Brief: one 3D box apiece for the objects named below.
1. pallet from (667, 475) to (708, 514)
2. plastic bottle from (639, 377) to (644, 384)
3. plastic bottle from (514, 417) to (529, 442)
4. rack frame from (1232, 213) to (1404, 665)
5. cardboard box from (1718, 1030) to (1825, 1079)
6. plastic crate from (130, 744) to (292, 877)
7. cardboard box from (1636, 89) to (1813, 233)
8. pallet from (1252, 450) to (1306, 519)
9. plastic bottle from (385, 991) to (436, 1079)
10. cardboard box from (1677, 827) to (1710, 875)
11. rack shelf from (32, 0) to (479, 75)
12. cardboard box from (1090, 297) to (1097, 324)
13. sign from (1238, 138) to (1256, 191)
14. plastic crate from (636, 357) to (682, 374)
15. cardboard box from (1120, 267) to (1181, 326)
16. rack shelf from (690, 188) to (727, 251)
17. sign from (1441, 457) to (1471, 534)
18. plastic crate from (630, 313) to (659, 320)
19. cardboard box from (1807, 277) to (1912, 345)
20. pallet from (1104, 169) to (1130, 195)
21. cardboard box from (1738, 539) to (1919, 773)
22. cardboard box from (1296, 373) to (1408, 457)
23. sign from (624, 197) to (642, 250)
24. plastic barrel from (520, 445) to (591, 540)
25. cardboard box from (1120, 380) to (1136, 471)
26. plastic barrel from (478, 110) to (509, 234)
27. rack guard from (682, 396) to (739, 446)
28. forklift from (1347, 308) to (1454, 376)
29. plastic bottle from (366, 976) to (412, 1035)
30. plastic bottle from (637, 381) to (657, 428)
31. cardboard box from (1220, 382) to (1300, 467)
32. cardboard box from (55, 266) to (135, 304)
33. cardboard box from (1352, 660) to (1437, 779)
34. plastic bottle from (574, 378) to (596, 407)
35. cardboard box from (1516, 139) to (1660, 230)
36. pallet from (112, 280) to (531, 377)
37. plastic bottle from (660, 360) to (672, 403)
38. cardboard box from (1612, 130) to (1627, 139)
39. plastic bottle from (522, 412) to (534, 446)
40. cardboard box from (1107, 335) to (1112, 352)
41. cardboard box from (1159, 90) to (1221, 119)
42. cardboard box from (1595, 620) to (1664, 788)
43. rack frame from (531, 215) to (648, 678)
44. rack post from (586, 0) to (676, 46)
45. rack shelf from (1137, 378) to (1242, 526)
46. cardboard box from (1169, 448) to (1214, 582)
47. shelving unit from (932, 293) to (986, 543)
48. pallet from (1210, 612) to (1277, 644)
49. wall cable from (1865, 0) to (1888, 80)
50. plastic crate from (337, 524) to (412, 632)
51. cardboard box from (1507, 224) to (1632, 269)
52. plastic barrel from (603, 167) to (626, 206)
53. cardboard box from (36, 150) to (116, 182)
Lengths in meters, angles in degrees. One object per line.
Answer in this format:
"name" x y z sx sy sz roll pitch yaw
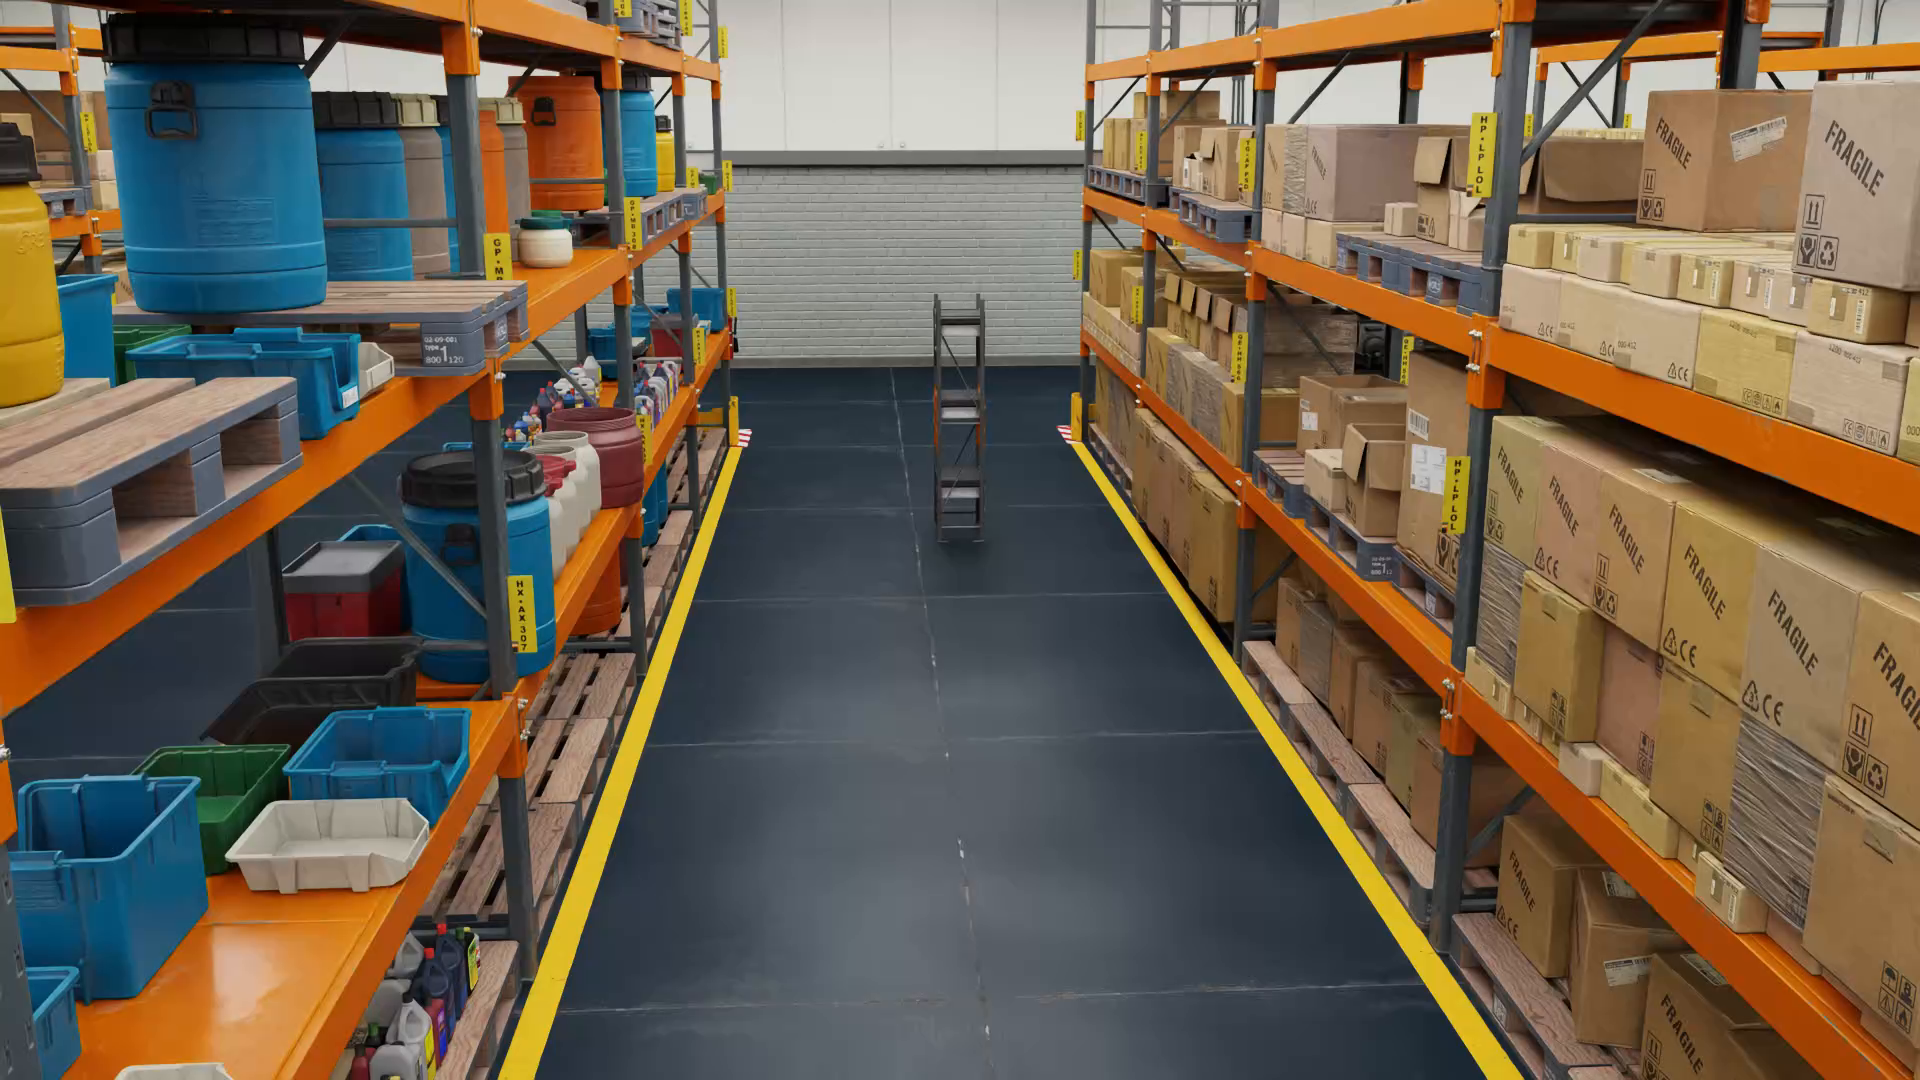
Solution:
"pallet" -2.912 -0.379 15.575 1.003 0.211 1.213 -1 14 -3
"plastic bottle" -2.550 -1.169 13.308 0.097 0.271 0.097 0 14 0
"plastic bottle" -3.046 -0.719 11.558 0.097 0.271 0.097 0 14 0
"rack frame" 2.364 -0.629 10.950 1.000 3.000 0.127 -1 14 -3
"cardboard box" 2.746 1.908 5.263 0.500 0.500 0.500 0 14 2
"plastic crate" -2.530 0.887 5.484 0.450 0.188 0.662 -1 14 -3
"cardboard box" 2.894 -1.413 6.179 0.500 0.500 0.500 -1 14 -5
"pallet" 2.514 -0.360 10.292 1.213 0.211 1.003 -1 14 -3
"plastic bottle" -1.973 1.796 5.959 0.144 0.351 0.185 -1 14 -4
"cardboard box" 2.492 0.980 5.201 0.380 0.149 0.250 -1 14 -3
"rack shelf" -2.208 -1.423 4.245 1.077 0.370 4.000 -1 14 -3
"cardboard box" 1.667 -2.437 17.682 0.500 0.250 0.500 -1 14 -4
"sign" 1.809 -2.364 10.477 0.100 0.325 0.005 -1 14 -3
"plastic crate" -2.714 -1.566 15.003 0.396 0.136 0.243 -1 14 -3
"cardboard box" 1.793 -2.293 15.618 0.500 0.500 0.500 -1 14 -3
"rack shelf" -2.952 -3.149 16.168 1.077 0.370 4.000 -1 14 -3
"sign" 2.058 -0.185 6.903 0.100 0.325 0.005 -1 14 -3
"plastic crate" -3.348 -2.260 17.504 0.416 0.233 0.300 -1 14 -3
"cardboard box" 2.457 -0.600 4.320 0.380 0.149 0.250 -2 15 -6
"pallet" 2.003 -3.540 16.422 1.003 0.211 1.213 -1 14 -3
"cardboard box" 2.513 0.303 4.526 0.500 0.500 0.500 -1 14 -3
"cardboard box" 2.437 -0.747 10.366 0.500 0.500 0.500 -3 15 -10
"sign" -2.031 -1.964 10.332 0.100 0.325 0.005 -1 14 -3
"plastic barrel" -2.277 -0.249 9.250 0.421 0.512 0.421 0 14 0
"cardboard box" 2.099 -1.187 16.542 0.875 0.875 0.875 -1 14 -3
"plastic barrel" -2.705 -1.843 8.787 0.600 0.830 0.708 -1 14 -3
"rack guard" -3.090 -1.337 18.720 1.175 0.500 0.348 -1 14 -3
"forklift" 4.404 -1.971 16.305 1.130 2.935 3.031 -1 14 -4
"plastic bottle" -2.139 1.761 6.247 0.152 0.276 0.135 -1 14 -3
"plastic bottle" -2.376 -1.026 12.592 0.144 0.351 0.185 -1 14 -3
"cardboard box" 2.086 -0.796 11.400 0.500 0.500 0.500 0 14 -2
"cardboard box" -7.520 -2.126 14.561 0.500 0.500 0.500 -1 14 -2
"cardboard box" 2.549 0.953 8.938 0.700 0.500 0.500 -2 15 -8
"plastic bottle" -2.970 -1.138 13.179 0.152 0.276 0.135 -1 14 -3
"cardboard box" 2.681 -1.458 7.105 0.797 0.503 0.637 -2 15 -6
"pallet" -2.190 -0.741 5.745 1.213 0.211 1.003 -1 14 -3
"plastic bottle" -2.444 -1.300 13.657 0.144 0.351 0.185 -1 14 -3
"cardboard box" 6.638 -3.948 16.328 0.380 0.149 0.250 -1 14 -4
"plastic bottle" -3.058 -0.767 11.746 0.097 0.271 0.097 0 14 0
"cardboard box" 1.675 -1.956 16.611 0.380 0.149 0.250 -1 14 -3
"cardboard box" 2.064 -3.974 15.182 0.500 0.250 0.500 -2 15 -7
"cardboard box" 2.705 0.534 5.633 0.875 0.500 0.500 -1 14 -3
"rack frame" -2.580 -0.552 10.653 1.000 3.000 0.127 -1 14 -3
"rack post" -2.575 -3.709 11.885 0.937 0.300 0.954 1 14 3
"rack shelf" 2.240 -0.778 12.973 1.077 0.370 4.000 -1 14 -3
"cardboard box" 2.294 -0.197 12.693 1.225 0.875 0.875 -1 14 -3
"shelving unit" -0.010 -1.058 14.425 0.431 2.100 0.503 -1 14 -3
"pallet" 2.390 0.525 12.064 1.003 0.211 1.213 -1 14 -3
"wall cable" 14.659 -7.150 24.180 2.988 3.039 0.133 -1 14 -3
"plastic crate" -2.711 0.181 7.836 0.392 0.384 0.575 -1 14 -3
"cardboard box" 2.324 -1.121 6.346 0.380 0.149 0.250 -1 14 -5
"plastic barrel" -2.416 -2.400 11.284 0.294 0.245 0.294 0 14 0
"cardboard box" -7.554 -3.218 14.293 0.500 0.250 0.500 -1 14 -3
